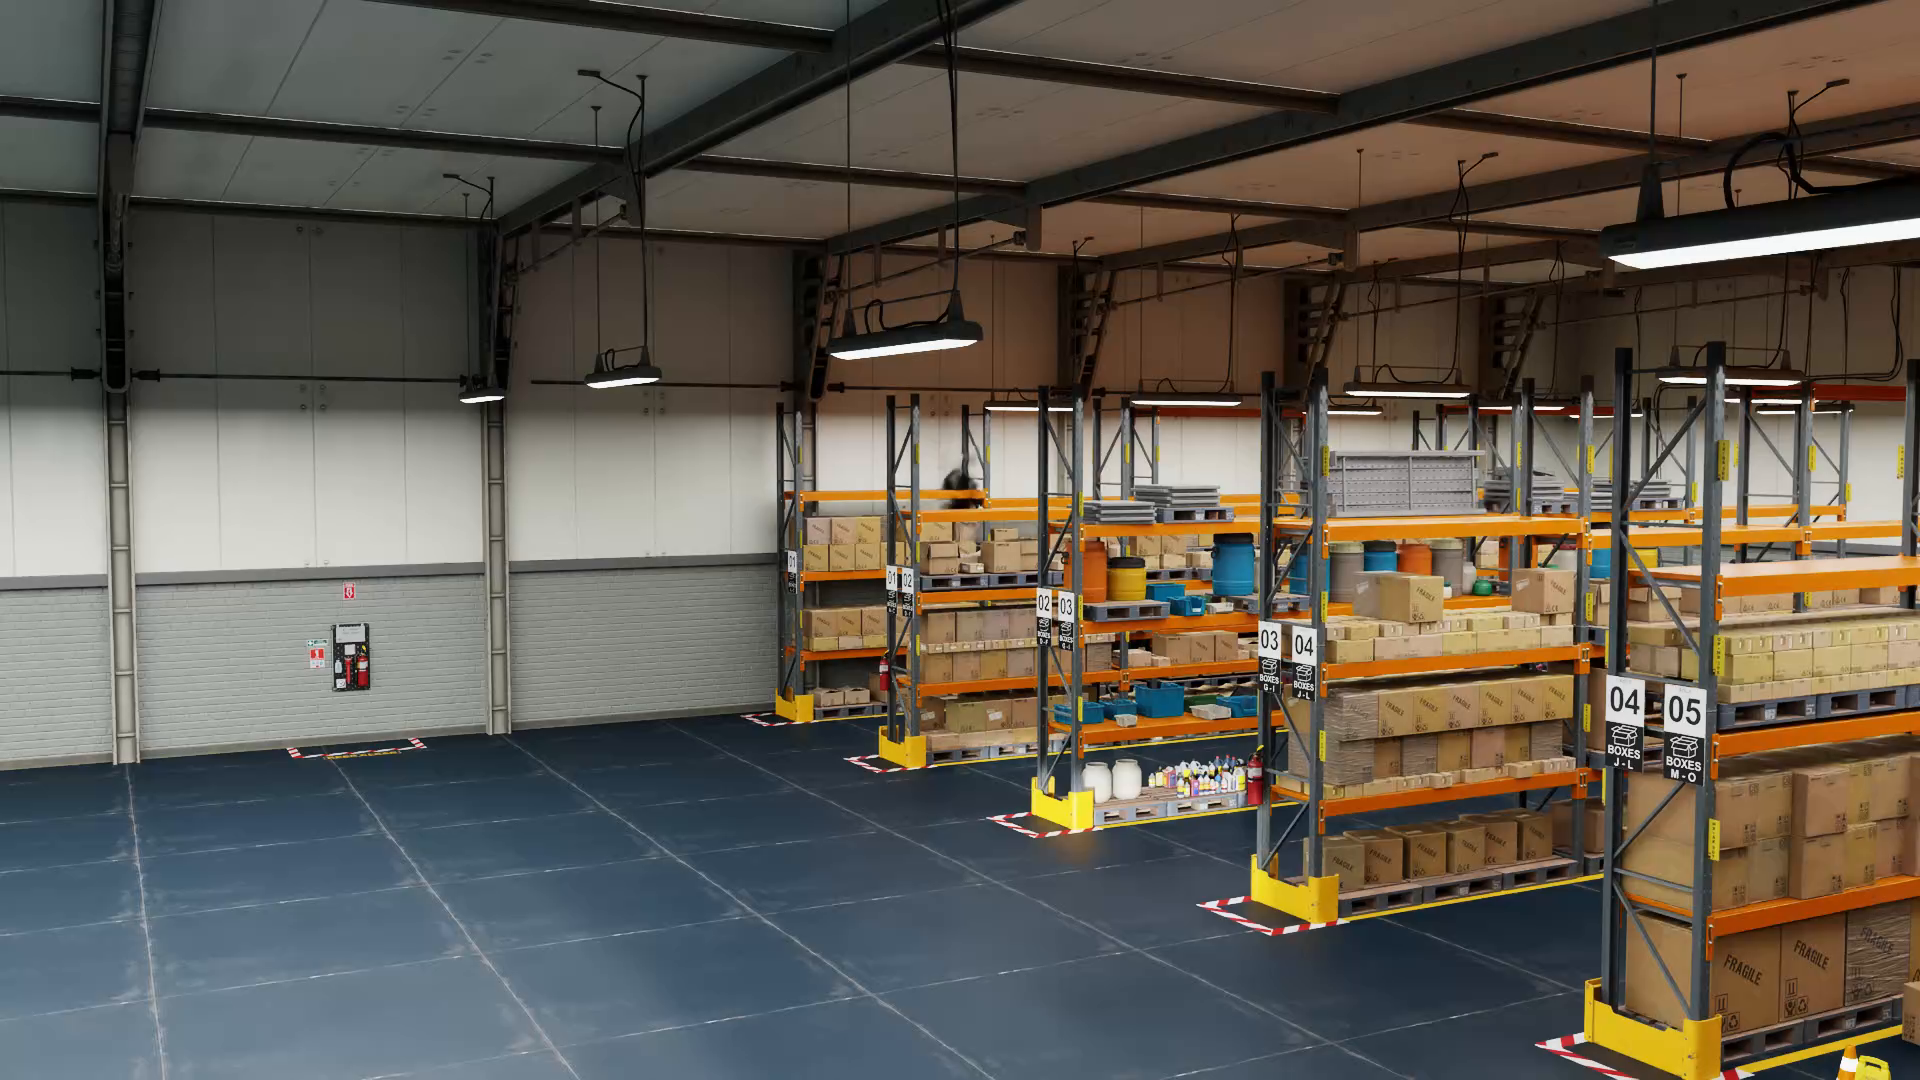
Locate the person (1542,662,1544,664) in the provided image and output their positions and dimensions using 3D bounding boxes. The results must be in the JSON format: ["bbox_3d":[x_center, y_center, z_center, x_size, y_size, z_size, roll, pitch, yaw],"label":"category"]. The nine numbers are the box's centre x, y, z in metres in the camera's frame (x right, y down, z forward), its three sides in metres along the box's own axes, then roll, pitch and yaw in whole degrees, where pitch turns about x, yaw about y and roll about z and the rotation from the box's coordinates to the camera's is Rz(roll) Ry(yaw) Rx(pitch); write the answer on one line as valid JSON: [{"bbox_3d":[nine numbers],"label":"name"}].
[{"bbox_3d":[11.061,2.561,31.094,0.701,1.766,0.644,-2,4,-36],"label":"person"}]
